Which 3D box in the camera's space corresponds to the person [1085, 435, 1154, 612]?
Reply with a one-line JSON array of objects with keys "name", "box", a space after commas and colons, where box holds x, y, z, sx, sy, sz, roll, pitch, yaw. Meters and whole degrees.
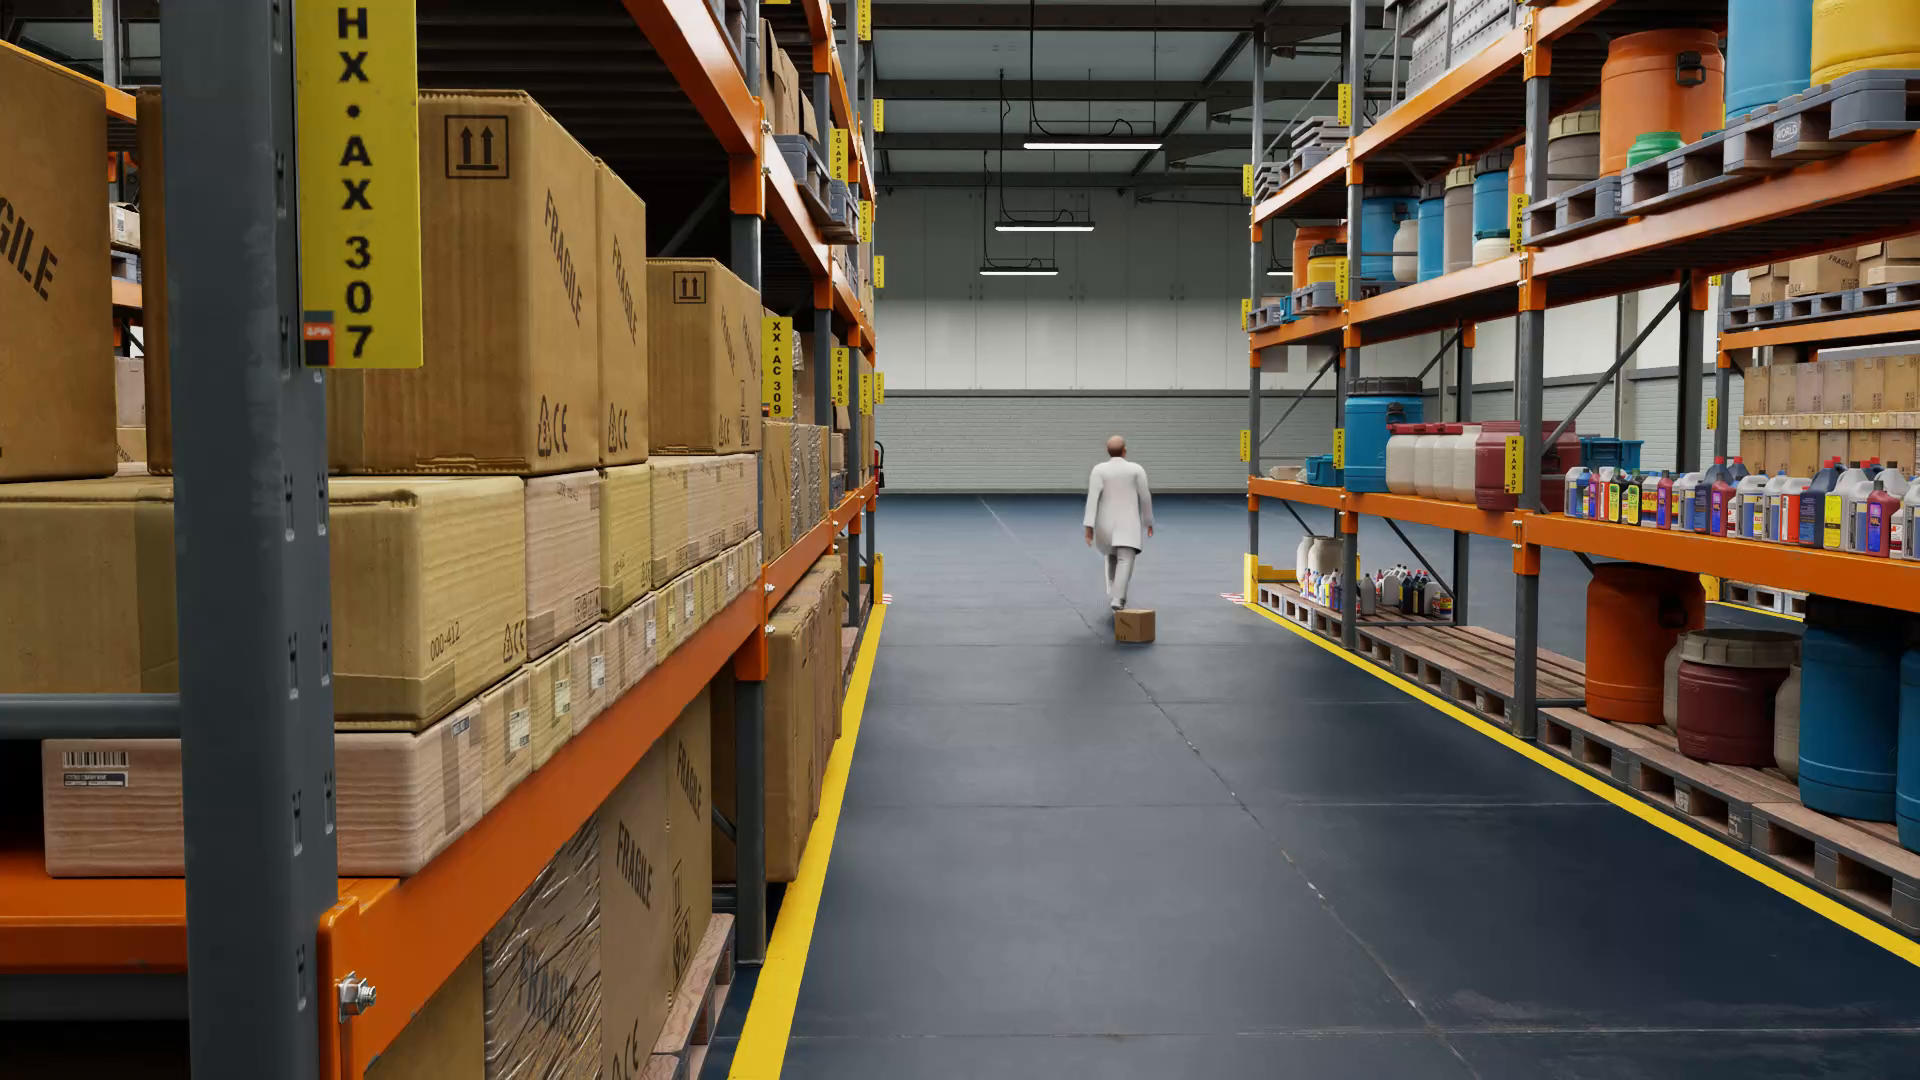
[{"name": "person", "box": [1.525, -0.141, 15.926, 0.622, 1.731, 1.120, 1, 4, 15]}]
